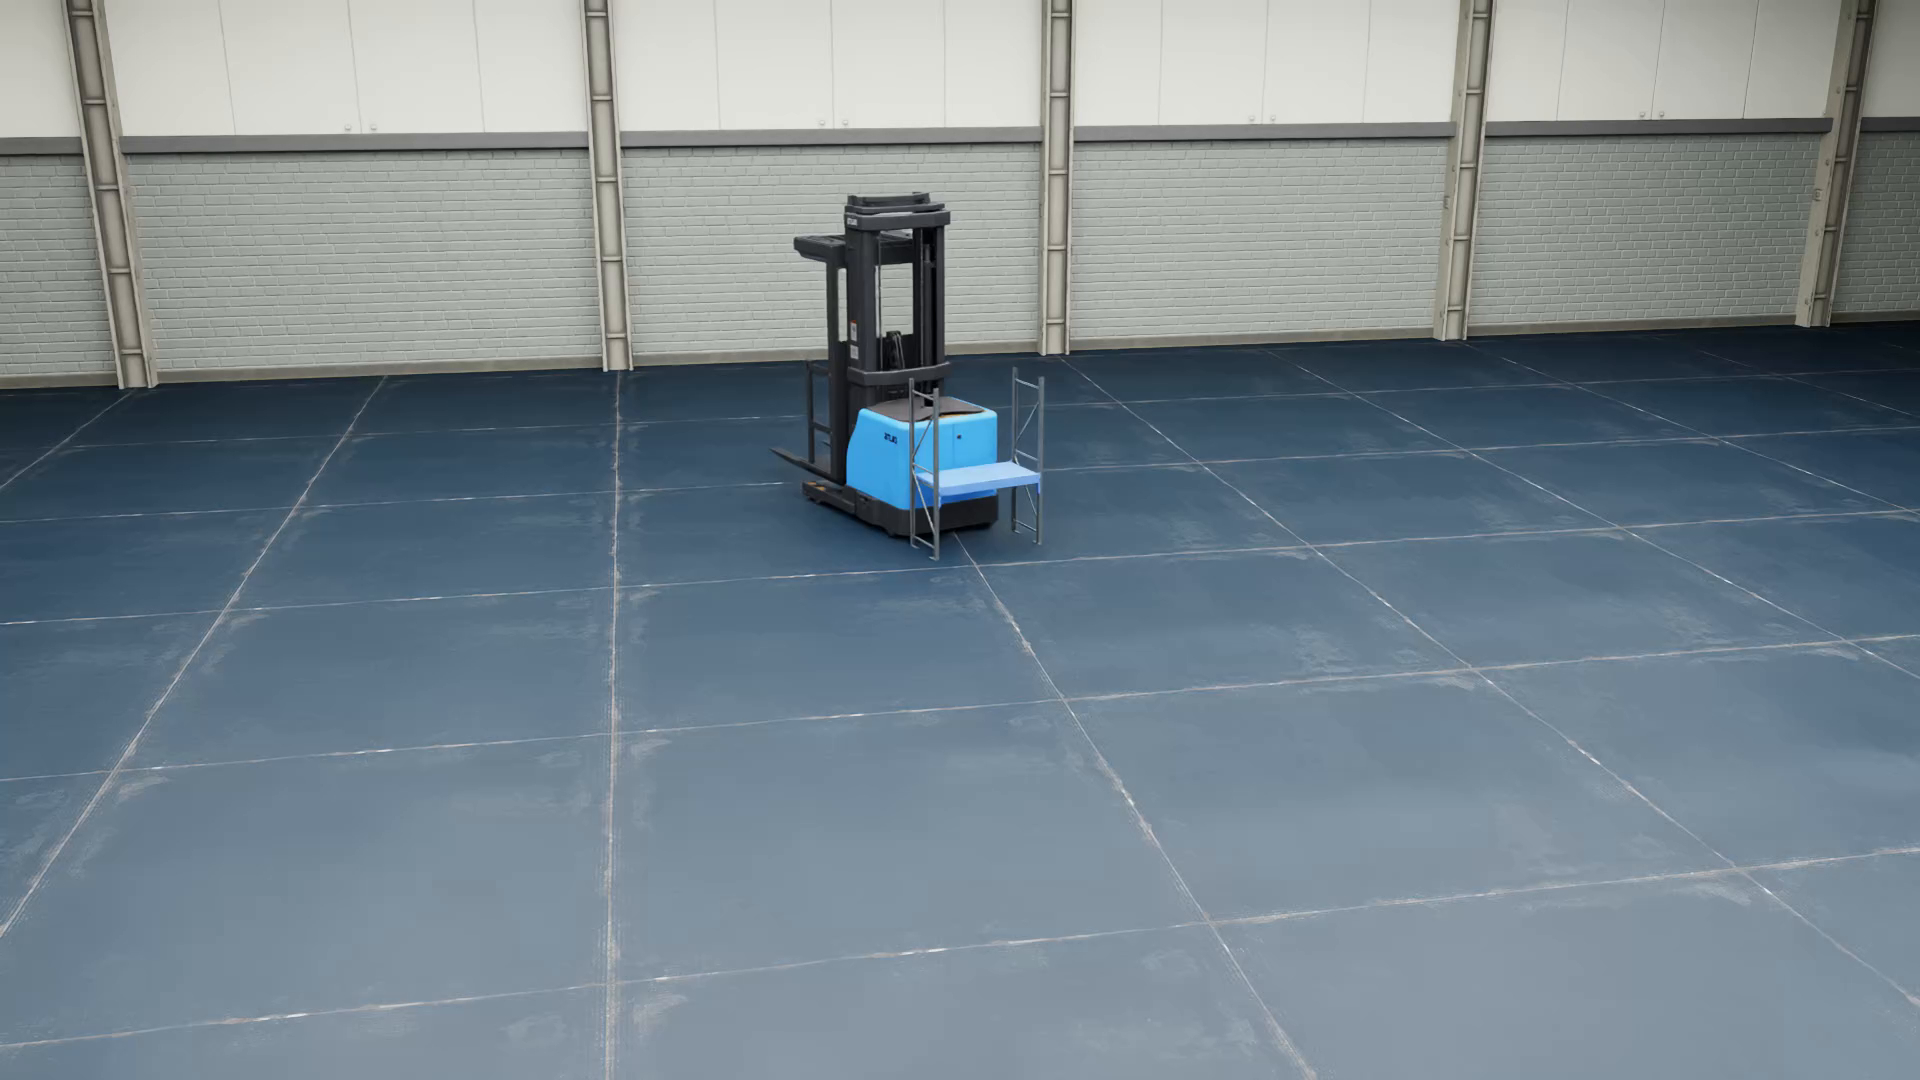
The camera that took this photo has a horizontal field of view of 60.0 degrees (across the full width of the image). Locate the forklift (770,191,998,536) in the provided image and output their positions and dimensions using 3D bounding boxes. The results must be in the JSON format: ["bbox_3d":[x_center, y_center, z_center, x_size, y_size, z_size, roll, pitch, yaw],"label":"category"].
[{"bbox_3d":[-0.866,-1.813,15.721,1.130,2.935,3.031,-11,20,-31],"label":"forklift"}]

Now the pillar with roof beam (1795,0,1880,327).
[{"bbox_3d":[13.909,-6.363,20.201,0.400,9.000,9.100,-3,17,-10],"label":"pillar with roof beam"}]

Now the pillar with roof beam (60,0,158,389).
[{"bbox_3d":[-9.656,-5.026,15.849,0.400,9.000,9.100,-3,17,-10],"label":"pillar with roof beam"}]

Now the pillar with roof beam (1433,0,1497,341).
[{"bbox_3d":[8.017,-6.029,19.113,0.400,9.000,9.100,-3,17,-10],"label":"pillar with roof beam"}]

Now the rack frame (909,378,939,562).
[{"bbox_3d":[-0.307,-0.599,14.207,0.032,1.500,0.500,-9,19,-27],"label":"rack frame"}]

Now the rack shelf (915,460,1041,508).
[{"bbox_3d":[0.142,-0.497,14.488,1.000,0.185,0.538,-9,19,-27],"label":"rack shelf"}]

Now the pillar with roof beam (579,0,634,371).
[{"bbox_3d":[-3.765,-5.360,16.937,0.400,9.000,9.100,-3,17,-10],"label":"pillar with roof beam"}]

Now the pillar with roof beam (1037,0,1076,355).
[{"bbox_3d":[2.126,-5.694,18.025,0.400,9.000,9.100,-3,17,-10],"label":"pillar with roof beam"}]

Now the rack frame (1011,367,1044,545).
[{"bbox_3d":[0.591,-0.739,14.663,0.032,1.500,0.500,-9,19,-27],"label":"rack frame"}]

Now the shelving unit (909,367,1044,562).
[{"bbox_3d":[0.142,-0.669,14.435,1.048,1.500,0.538,-9,19,-27],"label":"shelving unit"}]
